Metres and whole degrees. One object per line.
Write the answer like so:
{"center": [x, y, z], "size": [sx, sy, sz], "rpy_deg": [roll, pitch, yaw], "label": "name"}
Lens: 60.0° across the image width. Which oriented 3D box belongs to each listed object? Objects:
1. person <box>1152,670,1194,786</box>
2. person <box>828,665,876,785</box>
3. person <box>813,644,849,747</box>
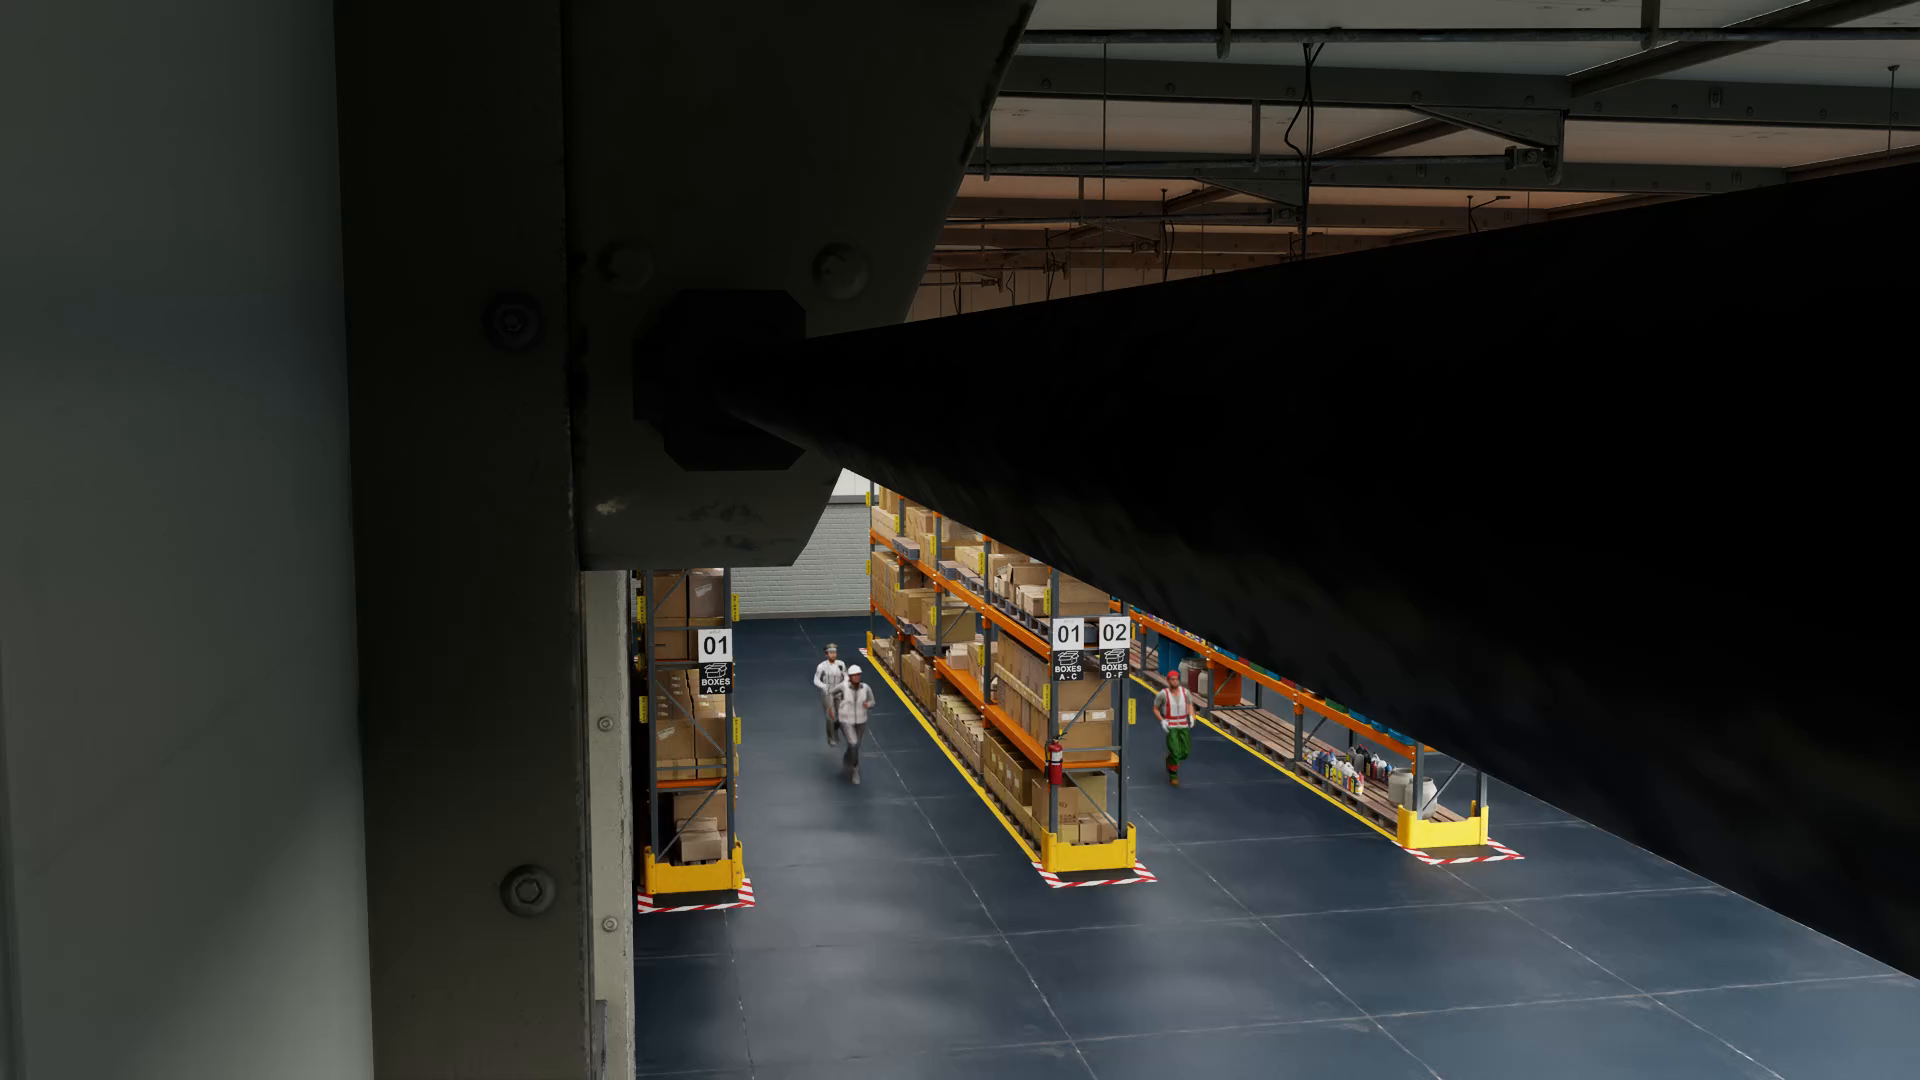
{"center": [3.247, 2.836, 25.232], "size": [0.654, 1.748, 0.563], "rpy_deg": [-2, 6, -14], "label": "person"}
{"center": [-1.646, 2.792, 25.432], "size": [0.679, 1.812, 0.846], "rpy_deg": [-2, 6, -20], "label": "person"}
{"center": [-2.006, 2.471, 26.388], "size": [0.609, 1.666, 0.527], "rpy_deg": [-2, 6, -19], "label": "person"}
